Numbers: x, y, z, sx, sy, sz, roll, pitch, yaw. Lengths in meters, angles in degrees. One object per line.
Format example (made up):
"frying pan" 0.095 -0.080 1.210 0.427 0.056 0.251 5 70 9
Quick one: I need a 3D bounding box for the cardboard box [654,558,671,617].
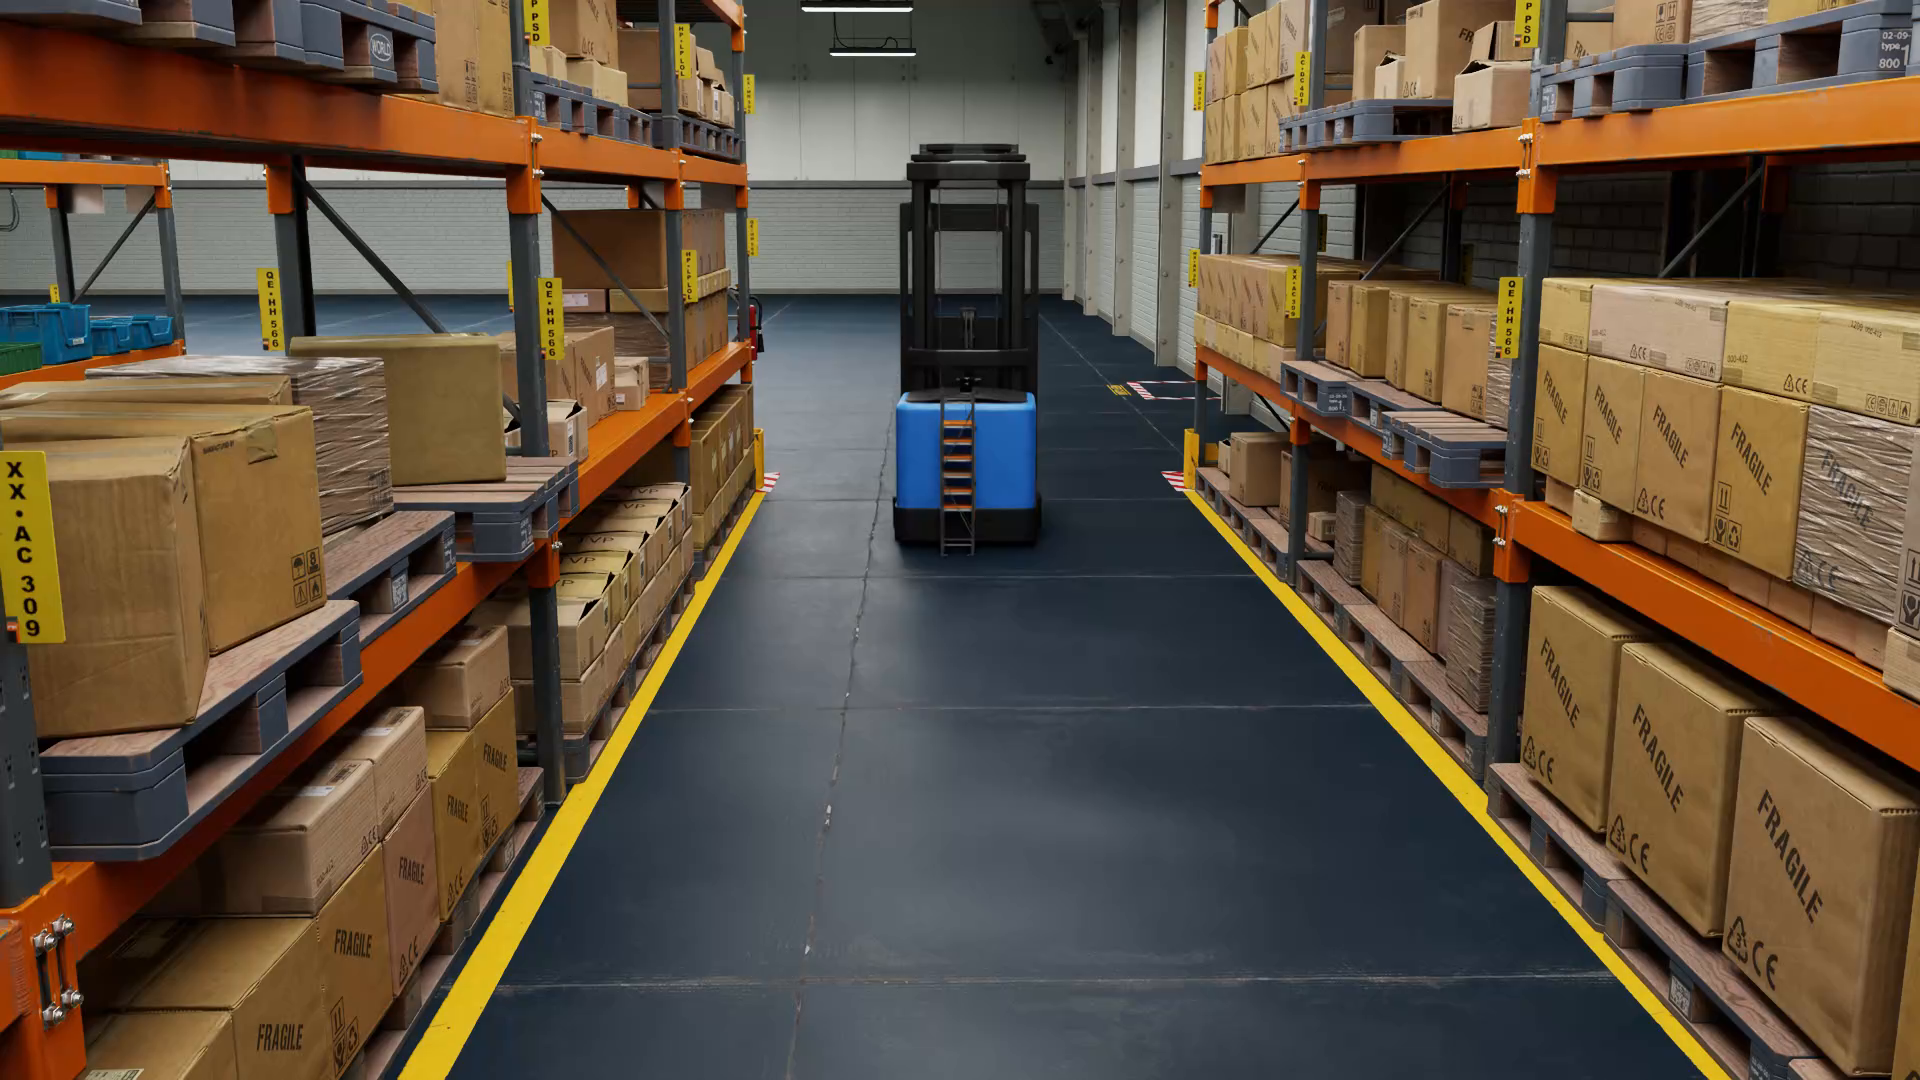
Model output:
"cardboard box" -1.948 0.277 9.511 0.500 0.250 0.500 0 11 0

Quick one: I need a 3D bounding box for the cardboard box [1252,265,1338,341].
"cardboard box" 2.351 -1.666 11.665 0.500 0.500 0.500 0 11 -1

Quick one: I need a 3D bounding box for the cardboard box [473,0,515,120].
"cardboard box" -2.141 -1.786 6.023 0.910 0.500 0.500 0 11 -1

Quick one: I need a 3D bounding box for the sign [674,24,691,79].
"sign" -1.724 -3.031 10.317 0.100 0.325 0.005 0 11 -1

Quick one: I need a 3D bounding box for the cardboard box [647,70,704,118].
"cardboard box" -2.024 -3.058 11.360 0.500 0.311 0.500 -1 12 -4

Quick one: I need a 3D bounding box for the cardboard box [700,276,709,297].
"cardboard box" -2.117 -1.927 12.632 0.380 0.149 0.250 0 11 -2

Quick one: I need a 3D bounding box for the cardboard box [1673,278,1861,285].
"cardboard box" 3.037 -0.858 6.306 0.500 0.250 0.500 0 11 0

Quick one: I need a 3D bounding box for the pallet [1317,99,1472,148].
"pallet" 2.617 -2.219 8.878 1.213 0.211 1.003 0 11 -1

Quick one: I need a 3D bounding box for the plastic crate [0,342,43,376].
"plastic crate" -6.965 -1.296 11.937 0.450 0.188 0.662 0 11 -1

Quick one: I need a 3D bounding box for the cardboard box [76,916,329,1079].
"cardboard box" -1.890 1.248 4.044 0.500 0.500 0.500 0 11 0

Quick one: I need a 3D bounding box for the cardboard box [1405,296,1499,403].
"cardboard box" 2.701 -0.980 8.489 0.700 0.500 0.500 0 11 -1

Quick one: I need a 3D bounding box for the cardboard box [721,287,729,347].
"cardboard box" -2.352 -1.900 14.129 0.700 0.500 0.500 0 11 -1

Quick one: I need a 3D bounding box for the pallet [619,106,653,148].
"pallet" -2.235 -2.350 9.534 0.805 0.209 1.217 -1 11 -3

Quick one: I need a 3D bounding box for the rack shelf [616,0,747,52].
"rack shelf" -2.308 -3.938 12.151 1.077 0.370 4.000 0 11 -1

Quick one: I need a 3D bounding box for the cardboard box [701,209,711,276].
"cardboard box" -2.324 -2.321 12.939 0.700 0.500 0.500 0 11 -1

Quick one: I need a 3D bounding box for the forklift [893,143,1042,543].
"forklift" 0.079 -1.660 13.368 1.130 2.935 3.031 0 11 1

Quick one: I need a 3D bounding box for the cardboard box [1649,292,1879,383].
"cardboard box" 2.547 -0.649 5.279 0.500 0.250 0.500 0 11 -1

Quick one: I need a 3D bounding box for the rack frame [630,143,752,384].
"rack frame" -2.349 -1.944 14.596 1.000 3.000 0.127 0 11 -1

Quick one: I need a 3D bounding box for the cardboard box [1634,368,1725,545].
"cardboard box" 2.534 -0.279 5.339 0.500 0.500 0.500 0 11 -1

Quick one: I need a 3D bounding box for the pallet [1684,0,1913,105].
"pallet" 2.861 -1.402 4.857 1.003 0.211 1.213 0 11 1

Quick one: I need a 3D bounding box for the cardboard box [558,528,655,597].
"cardboard box" -1.940 0.100 8.971 0.500 0.311 0.500 0 11 -2

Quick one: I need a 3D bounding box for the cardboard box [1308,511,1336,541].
"cardboard box" 2.645 -0.103 11.542 0.380 0.166 0.250 -2 12 -9

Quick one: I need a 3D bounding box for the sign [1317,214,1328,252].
"sign" 3.159 -2.686 14.545 0.100 0.325 0.005 0 11 -1

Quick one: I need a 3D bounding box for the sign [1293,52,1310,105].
"sign" 2.144 -2.889 10.413 0.100 0.325 0.005 0 11 -1

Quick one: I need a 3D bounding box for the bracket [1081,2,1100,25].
"bracket" 2.694 -10.708 33.655 0.076 0.066 4.783 0 11 -1

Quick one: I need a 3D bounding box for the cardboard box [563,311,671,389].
"cardboard box" -2.282 -1.286 11.102 0.700 0.500 0.500 -1 11 -3

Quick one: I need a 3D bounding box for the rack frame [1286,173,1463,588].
"rack frame" 2.686 -1.170 10.781 1.000 3.000 0.127 0 11 -1

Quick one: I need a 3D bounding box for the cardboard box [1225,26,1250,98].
"cardboard box" 2.350 -3.704 12.914 0.500 0.500 0.500 0 11 0

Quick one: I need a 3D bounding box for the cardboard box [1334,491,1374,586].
"cardboard box" 2.718 -0.014 10.265 0.700 0.500 0.500 0 11 1

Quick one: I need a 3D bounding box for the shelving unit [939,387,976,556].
"shelving unit" -0.016 -0.491 11.961 0.258 1.200 0.189 0 11 1

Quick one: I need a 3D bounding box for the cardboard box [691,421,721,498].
"cardboard box" -1.981 -0.567 11.784 0.500 0.500 0.500 0 11 -1

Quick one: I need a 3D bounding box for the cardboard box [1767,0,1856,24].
"cardboard box" 2.898 -1.798 4.975 0.700 0.500 0.500 0 11 2

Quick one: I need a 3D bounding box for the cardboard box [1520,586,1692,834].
"cardboard box" 2.653 0.620 6.310 0.750 0.750 0.750 0 11 -2

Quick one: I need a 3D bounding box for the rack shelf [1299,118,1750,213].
"rack shelf" 2.727 -1.890 8.595 1.077 0.370 4.000 0 11 -1

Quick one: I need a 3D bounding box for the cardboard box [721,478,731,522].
"cardboard box" -1.983 -0.299 12.349 0.500 0.250 0.500 0 11 -1

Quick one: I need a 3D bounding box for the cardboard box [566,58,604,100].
"cardboard box" -2.249 -2.519 9.210 0.500 0.250 0.500 -1 12 -7

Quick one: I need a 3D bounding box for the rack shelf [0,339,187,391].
"rack shelf" -7.260 -1.174 12.611 1.077 0.370 4.000 0 11 -1

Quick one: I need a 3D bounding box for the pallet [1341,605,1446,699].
"pallet" 2.732 0.595 9.097 1.003 0.211 1.213 0 11 -1

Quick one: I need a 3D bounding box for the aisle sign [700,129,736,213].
"aisle sign" -2.057 -3.232 14.408 0.394 0.787 0.004 0 11 -1

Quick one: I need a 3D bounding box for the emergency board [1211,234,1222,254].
"emergency board" 3.346 -3.513 22.333 0.194 1.169 0.643 0 11 -1

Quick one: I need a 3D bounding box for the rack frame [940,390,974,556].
"rack frame" -0.018 -0.473 11.872 0.240 1.200 0.006 0 11 1

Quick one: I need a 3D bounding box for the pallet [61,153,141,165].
"pallet" -7.382 -3.137 13.408 1.003 0.211 1.213 0 11 -1

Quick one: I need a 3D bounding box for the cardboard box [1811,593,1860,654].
"cardboard box" 2.579 0.215 4.537 0.380 0.149 0.250 -1 11 -3

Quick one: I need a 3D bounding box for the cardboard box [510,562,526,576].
"cardboard box" -2.466 0.207 8.445 0.500 0.311 0.500 0 11 -2

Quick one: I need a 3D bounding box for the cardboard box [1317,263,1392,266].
"cardboard box" 2.874 -1.770 12.179 0.500 0.500 0.500 0 11 0

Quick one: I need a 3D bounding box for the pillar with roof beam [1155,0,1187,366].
"pillar with roof beam" -1.069 -7.137 25.106 9.100 9.000 0.400 0 11 -1

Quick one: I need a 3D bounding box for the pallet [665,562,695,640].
"pallet" -2.212 0.364 10.233 1.003 0.211 1.213 0 11 -1

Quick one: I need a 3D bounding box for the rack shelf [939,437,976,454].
"rack shelf" -0.016 -0.683 11.922 0.258 0.103 0.180 0 11 1

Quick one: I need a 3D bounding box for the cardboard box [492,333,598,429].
"cardboard box" -2.246 -0.841 8.907 0.500 0.500 0.500 0 11 -1

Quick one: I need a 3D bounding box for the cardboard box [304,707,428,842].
"cardboard box" -1.899 0.688 4.919 0.500 0.250 0.500 0 11 -2

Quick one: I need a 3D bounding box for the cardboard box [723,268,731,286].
"cardboard box" -2.151 -2.236 14.151 0.380 0.149 0.250 0 11 -2

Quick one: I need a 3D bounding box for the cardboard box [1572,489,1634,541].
"cardboard box" 2.461 -0.092 6.048 0.380 0.149 0.250 0 11 1

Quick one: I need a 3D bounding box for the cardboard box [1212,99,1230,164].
"cardboard box" 2.336 -3.319 13.530 0.500 0.500 0.500 1 11 3

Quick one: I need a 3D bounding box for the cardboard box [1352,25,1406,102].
"cardboard box" 2.617 -2.786 9.894 0.500 0.500 0.500 1 12 7

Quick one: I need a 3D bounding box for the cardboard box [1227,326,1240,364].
"cardboard box" 2.334 -1.498 12.725 0.500 0.250 0.500 0 11 -1

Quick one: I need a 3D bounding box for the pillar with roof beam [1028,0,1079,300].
"pillar with roof beam" -1.441 -10.715 42.743 9.100 9.000 0.548 0 11 -1
